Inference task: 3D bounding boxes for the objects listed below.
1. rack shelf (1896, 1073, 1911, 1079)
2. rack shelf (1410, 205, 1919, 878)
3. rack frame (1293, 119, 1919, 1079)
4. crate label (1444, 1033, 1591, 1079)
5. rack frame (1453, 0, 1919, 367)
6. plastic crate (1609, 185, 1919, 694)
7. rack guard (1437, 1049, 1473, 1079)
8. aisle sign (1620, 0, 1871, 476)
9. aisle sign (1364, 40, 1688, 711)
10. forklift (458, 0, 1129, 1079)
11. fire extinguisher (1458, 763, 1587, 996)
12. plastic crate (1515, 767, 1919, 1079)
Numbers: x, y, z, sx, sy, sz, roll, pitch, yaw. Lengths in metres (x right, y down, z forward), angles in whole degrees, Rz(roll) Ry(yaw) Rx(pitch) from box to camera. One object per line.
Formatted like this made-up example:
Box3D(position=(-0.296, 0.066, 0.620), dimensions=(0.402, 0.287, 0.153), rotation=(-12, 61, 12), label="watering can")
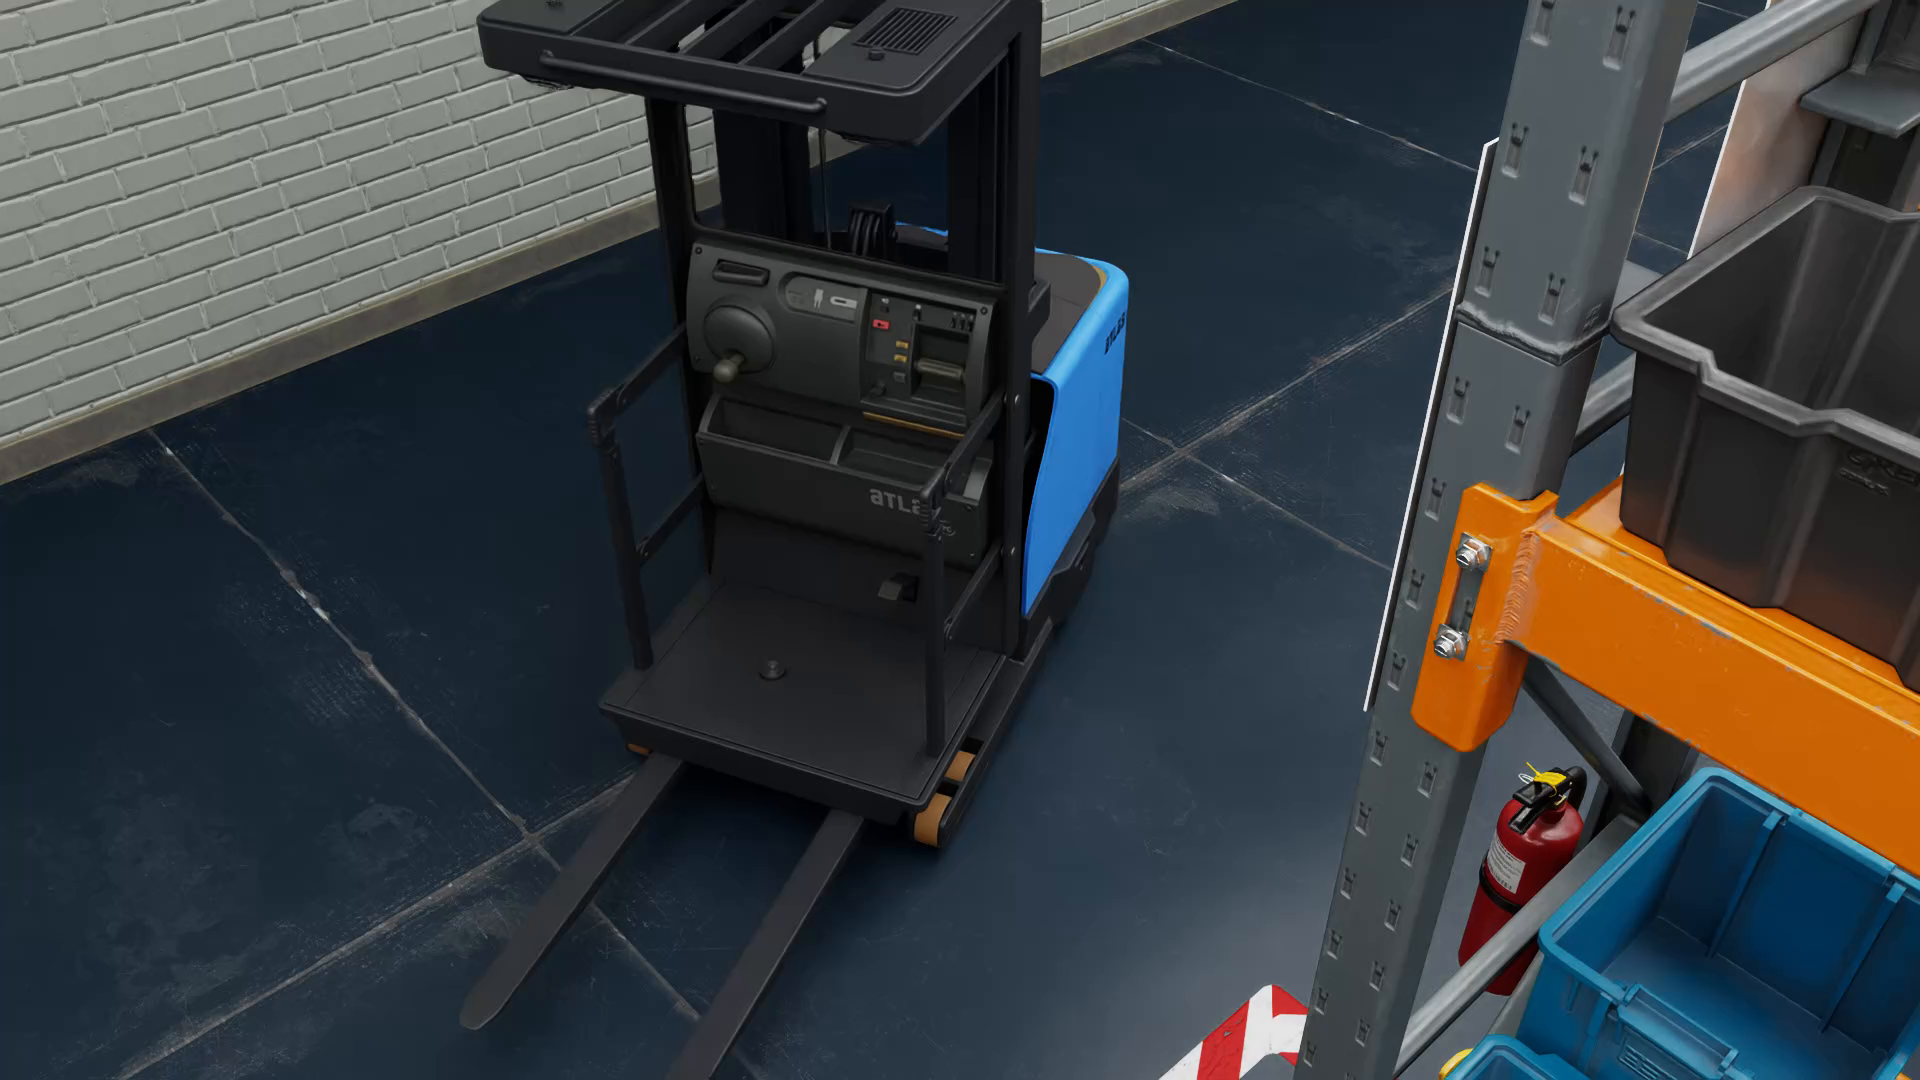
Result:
Box3D(position=(2.288, 1.955, 2.015), dimensions=(1.077, 0.370, 4.000), rotation=(-30, 48, -32), label="rack shelf")
Box3D(position=(2.288, 0.788, 1.073), dimensions=(1.077, 0.370, 4.000), rotation=(-30, 48, -32), label="rack shelf")
Box3D(position=(0.935, 0.749, 2.935), dimensions=(1.000, 3.000, 0.127), rotation=(-30, 48, -32), label="rack frame")
Box3D(position=(0.859, 1.045, 2.654), dimensions=(0.416, 0.233, 0.303), rotation=(-30, 48, -32), label="crate label")
Box3D(position=(0.935, -1.585, 1.050), dimensions=(1.000, 3.000, 0.127), rotation=(-30, 48, -32), label="rack frame")
Box3D(position=(0.990, -0.070, 1.666), dimensions=(0.497, 0.269, 0.590), rotation=(-30, 48, -32), label="plastic crate")
Box3D(position=(0.909, 1.716, 3.727), dimensions=(1.175, 0.500, 0.348), rotation=(-30, 48, -32), label="rack guard")
Box3D(position=(1.102, -0.420, 2.314), dimensions=(0.394, 0.787, 0.004), rotation=(-30, 48, -32), label="aisle sign")
Box3D(position=(0.668, -0.169, 2.003), dimensions=(0.394, 0.787, 0.004), rotation=(-30, 48, -32), label="aisle sign")
Box3D(position=(-0.430, -0.508, 4.546), dimensions=(1.130, 2.935, 3.031), rotation=(14, 41, 17), label="forklift")
Box3D(position=(1.168, 0.661, 3.402), dimensions=(0.296, 0.674, 0.183), rotation=(-30, 48, -32), label="fire extinguisher")
Box3D(position=(1.299, 0.788, 2.811), dimensions=(0.616, 0.435, 0.499), rotation=(-30, 48, -32), label="plastic crate")
